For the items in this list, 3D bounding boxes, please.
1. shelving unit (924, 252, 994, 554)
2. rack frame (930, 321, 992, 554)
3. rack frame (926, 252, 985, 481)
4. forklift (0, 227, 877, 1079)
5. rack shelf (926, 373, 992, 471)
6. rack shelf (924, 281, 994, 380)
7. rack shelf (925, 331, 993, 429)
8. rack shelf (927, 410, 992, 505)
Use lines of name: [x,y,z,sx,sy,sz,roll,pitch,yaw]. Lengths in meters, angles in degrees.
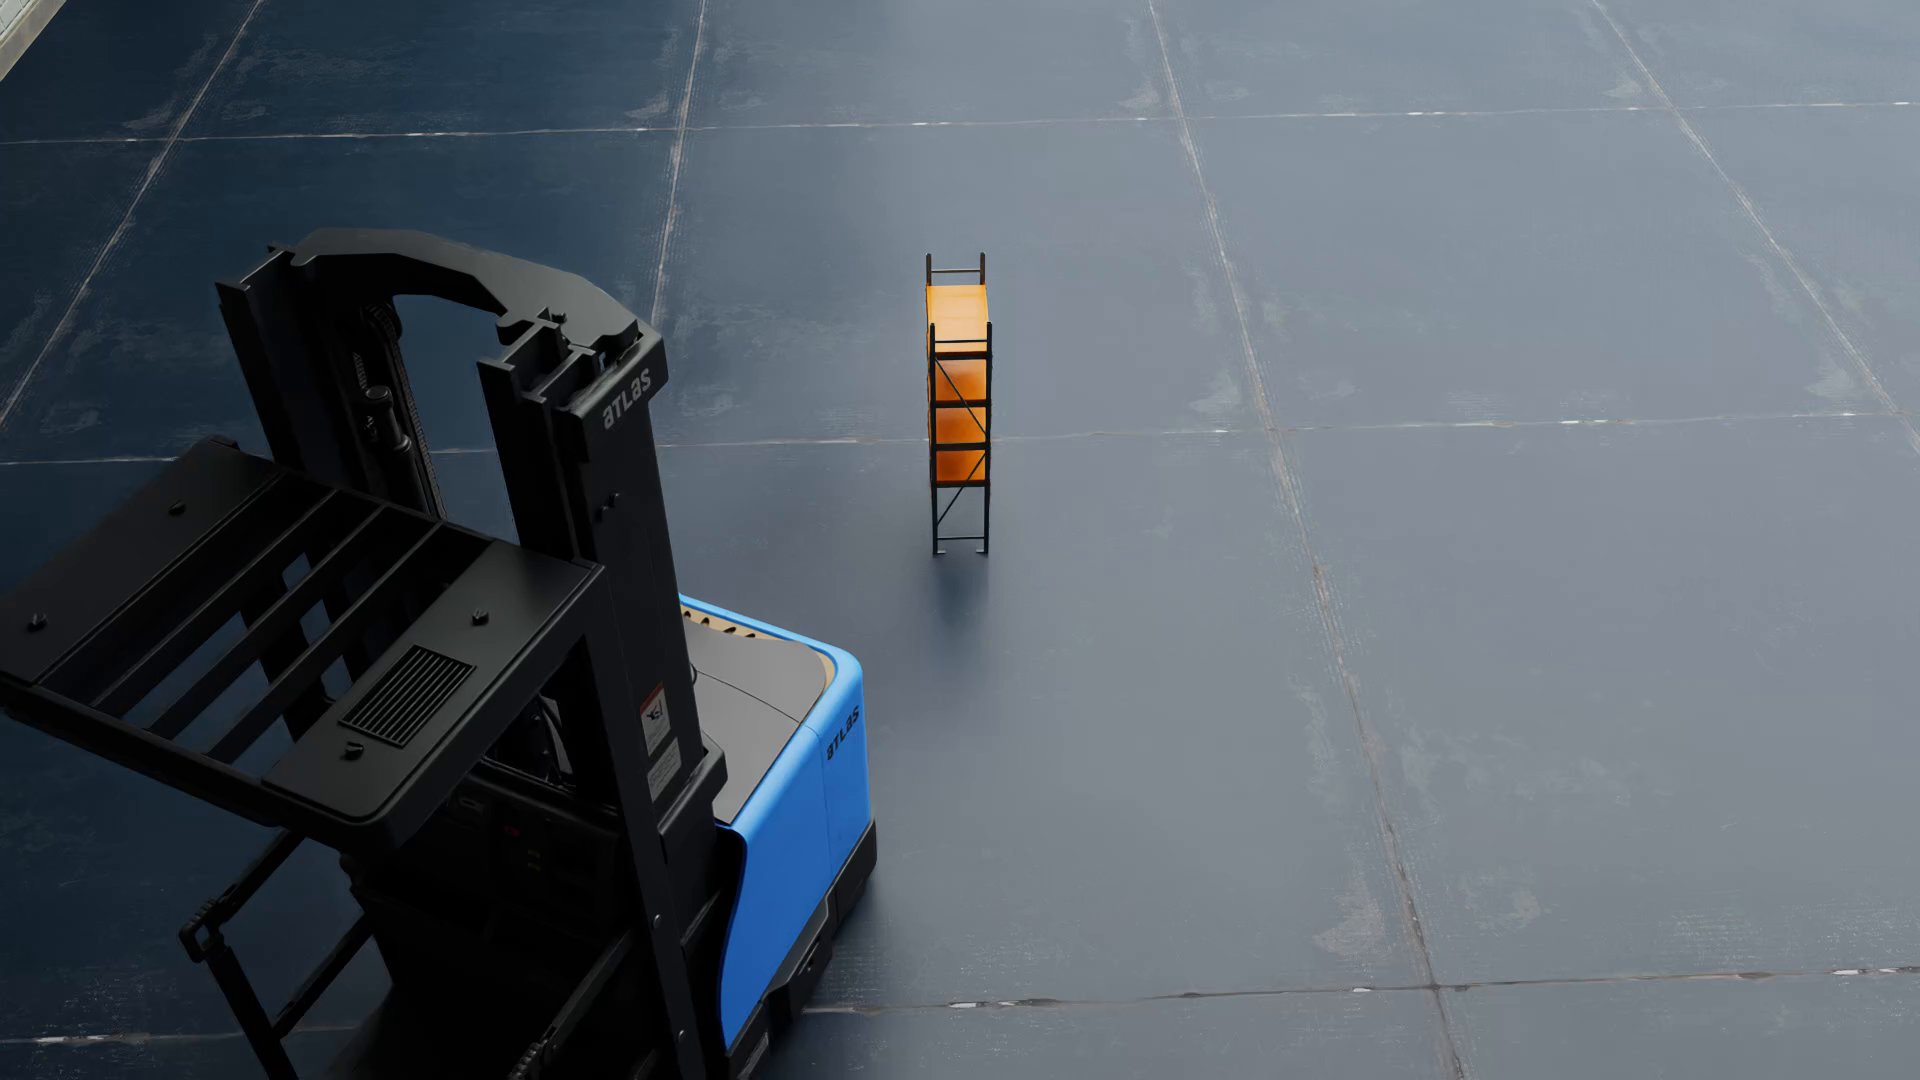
shelving unit: [-0.007,-0.554,6.966,0.258,1.200,0.503,-2,43,-2]
rack frame: [0.003,-0.389,6.787,0.240,1.200,0.015,-2,43,-2]
rack frame: [-0.017,-0.719,7.146,0.240,1.200,0.015,-2,43,-2]
forklift: [-1.367,0.848,4.156,1.130,2.935,3.031,17,45,18]
rack shelf: [-0.007,-0.504,7.012,0.258,0.148,0.480,-2,43,-2]
rack shelf: [-0.007,-0.844,6.701,0.258,0.148,0.480,-2,43,-2]
rack shelf: [-0.007,-0.669,6.861,0.258,0.148,0.480,-2,43,-2]
rack shelf: [-0.007,-0.358,7.146,0.258,0.148,0.480,-2,43,-2]
